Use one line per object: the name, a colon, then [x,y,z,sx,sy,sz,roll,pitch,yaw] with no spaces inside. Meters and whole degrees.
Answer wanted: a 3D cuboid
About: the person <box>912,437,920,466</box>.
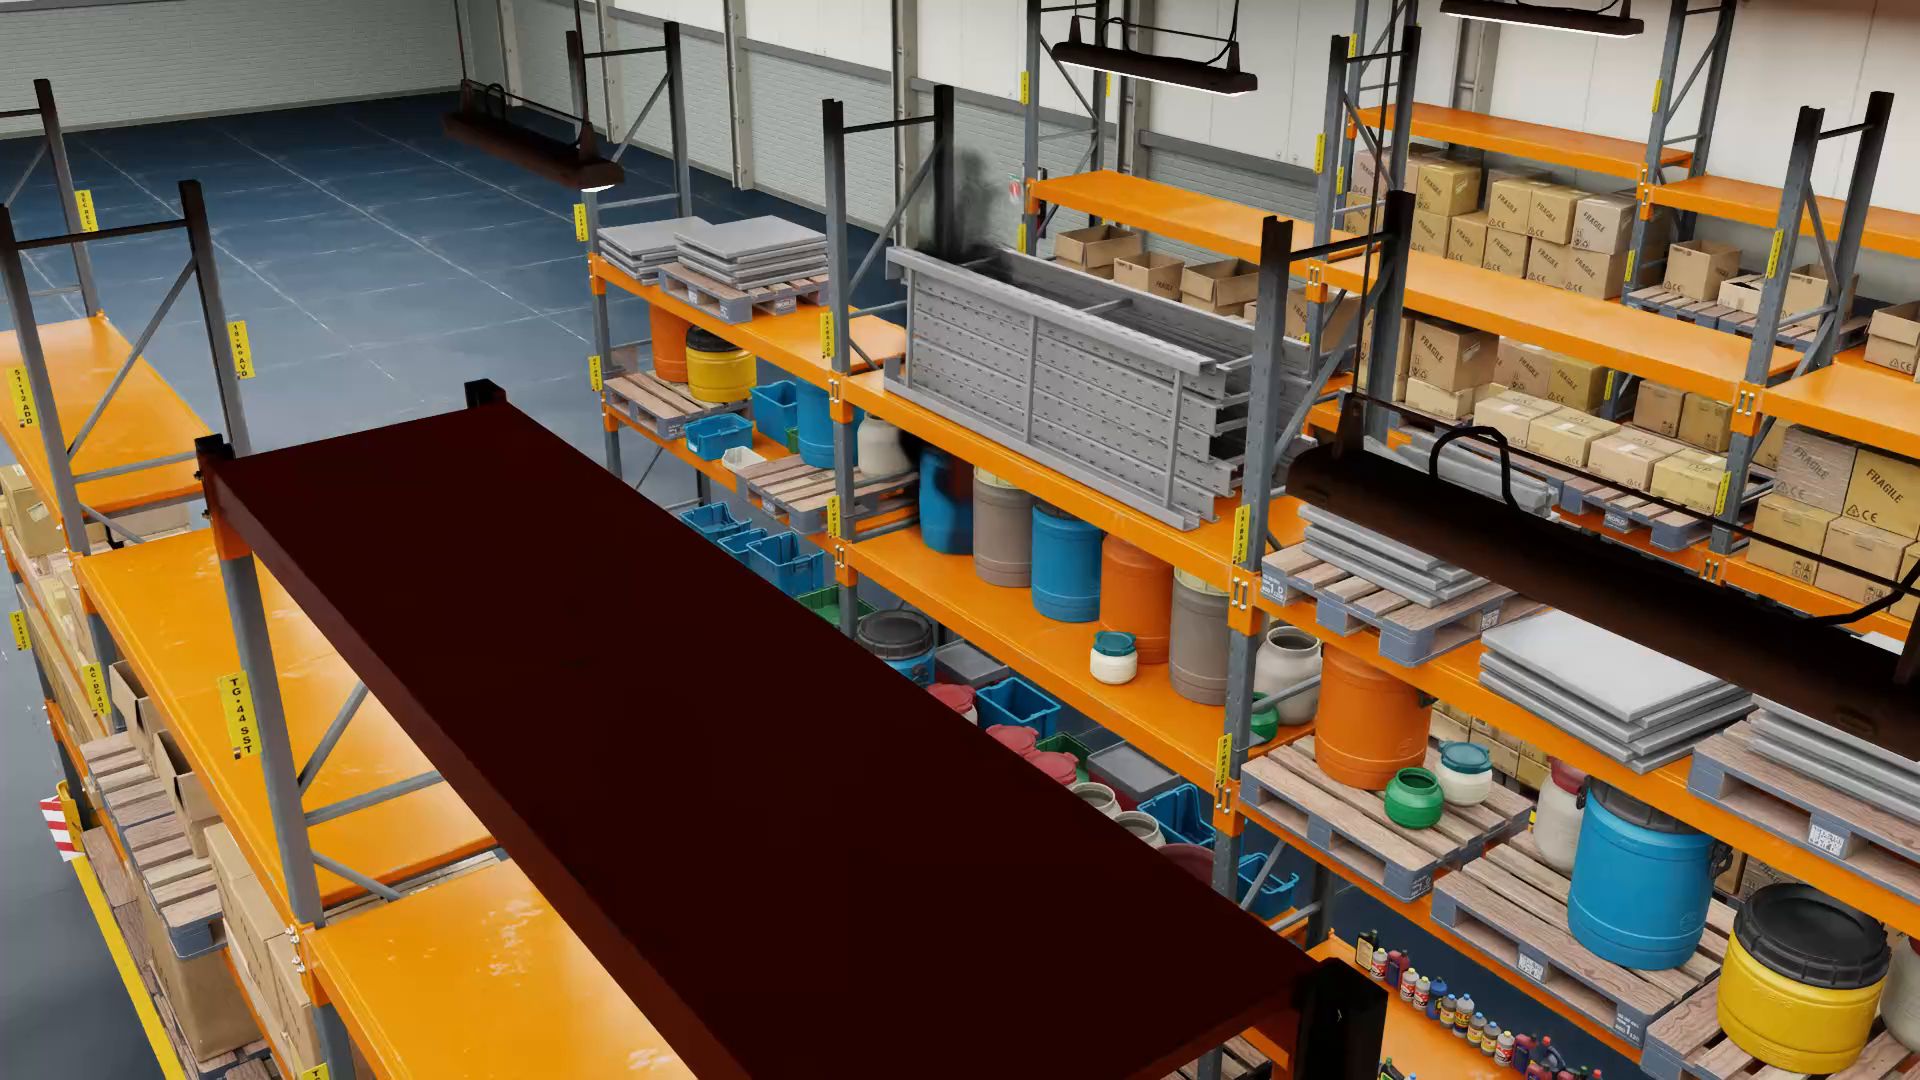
person: [-0.283,-1.431,19.931,1.046,1.802,0.691,-1,25,-2]
